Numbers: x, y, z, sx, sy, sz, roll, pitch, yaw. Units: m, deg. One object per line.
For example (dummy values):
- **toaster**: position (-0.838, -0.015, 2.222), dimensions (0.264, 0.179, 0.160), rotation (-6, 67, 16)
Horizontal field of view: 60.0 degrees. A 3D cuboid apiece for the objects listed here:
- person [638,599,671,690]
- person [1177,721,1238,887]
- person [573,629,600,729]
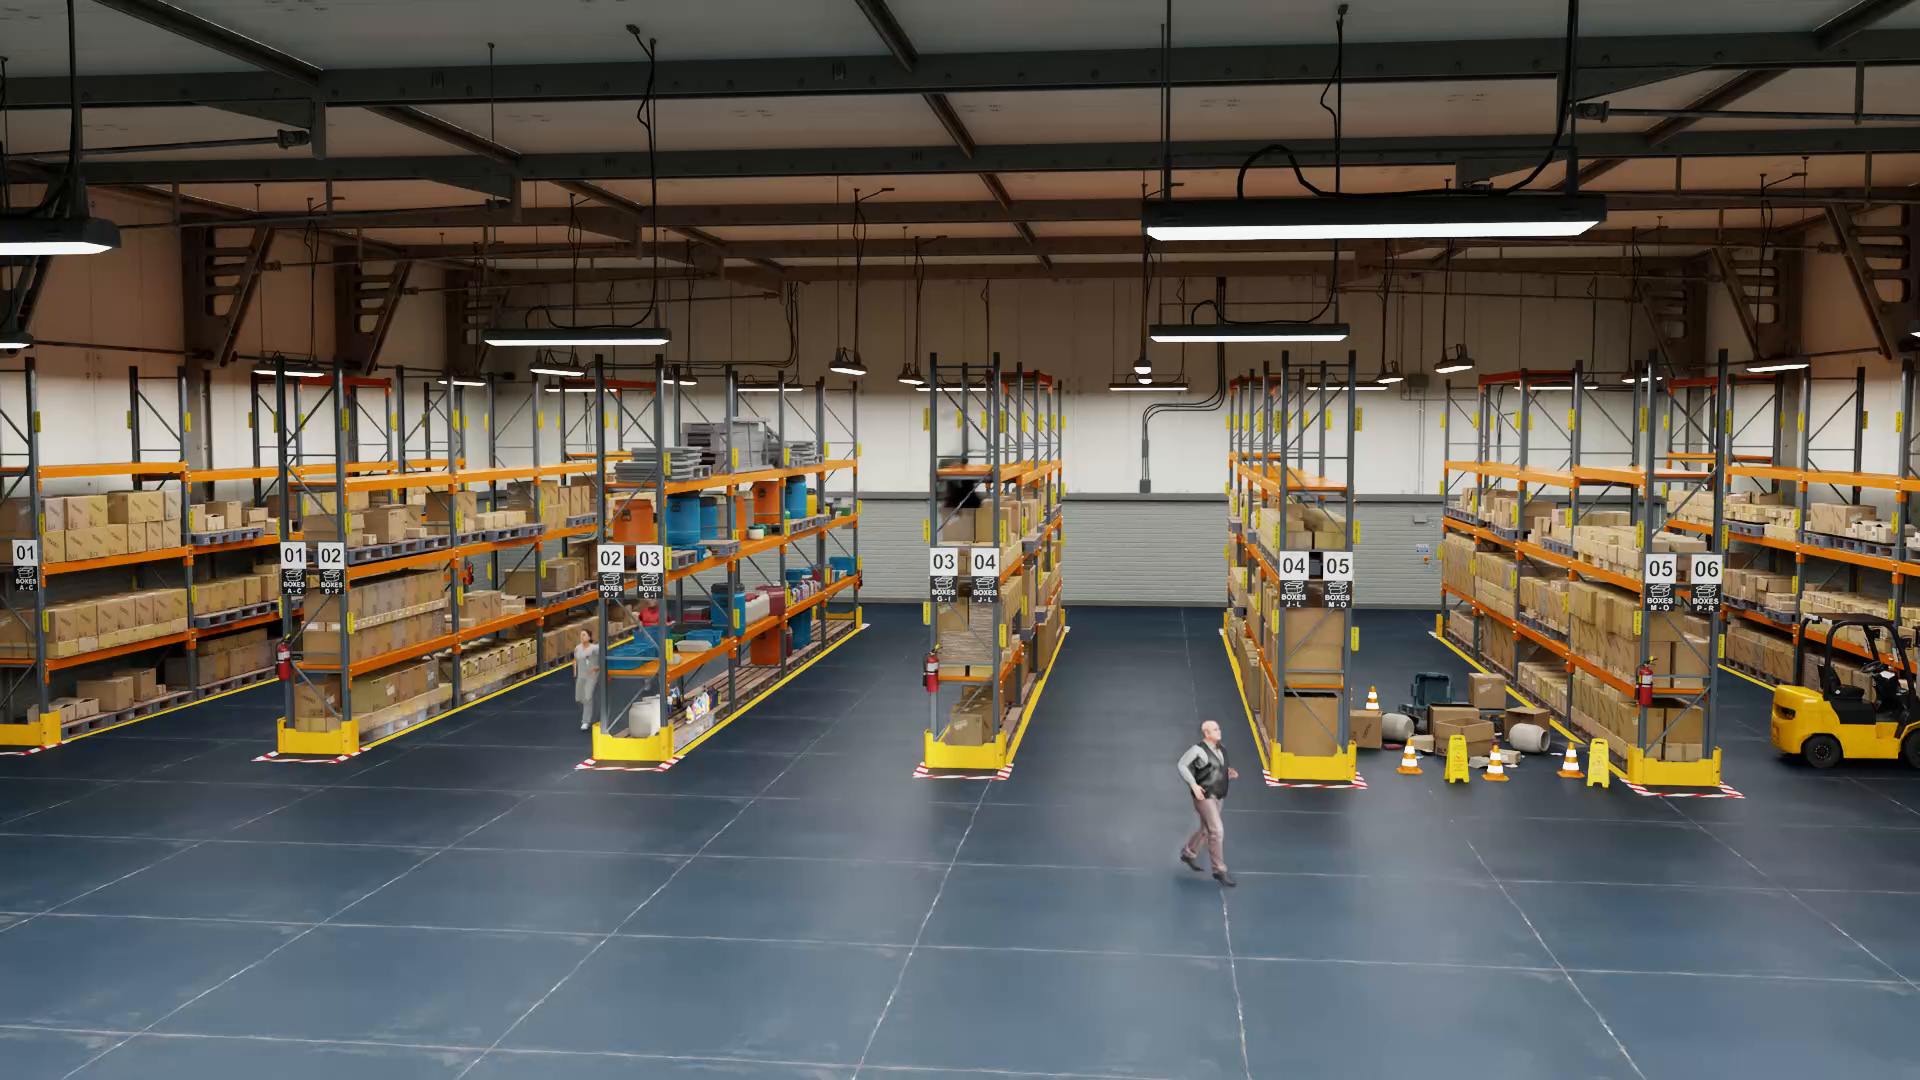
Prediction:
- **person**: position (-5.772, 1.905, 31.315), dimensions (0.662, 1.716, 0.989), rotation (0, 4, -1)
- **person**: position (2.731, 2.842, 18.191), dimensions (0.811, 1.749, 0.652), rotation (4, 5, 41)
- **person**: position (-6.099, 2.266, 27.285), dimensions (0.560, 1.639, 0.605), rotation (1, 4, 10)
